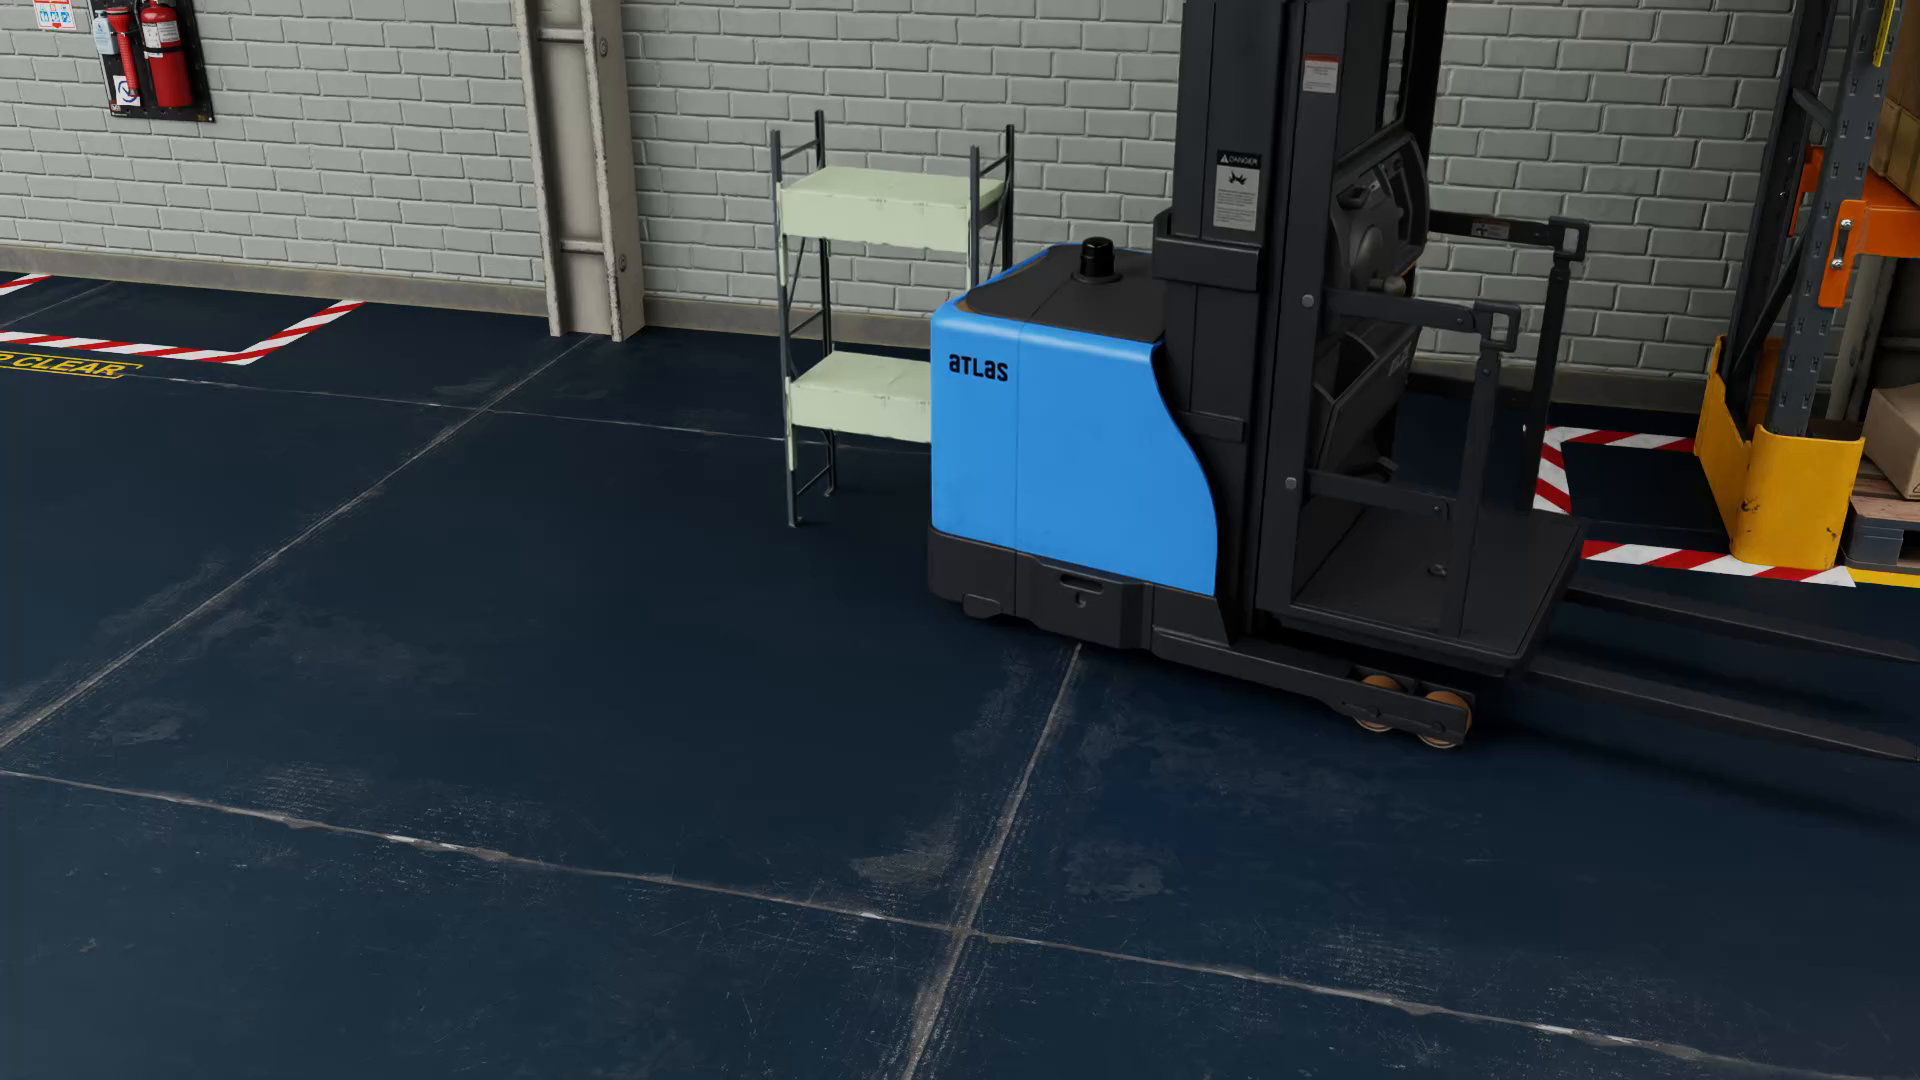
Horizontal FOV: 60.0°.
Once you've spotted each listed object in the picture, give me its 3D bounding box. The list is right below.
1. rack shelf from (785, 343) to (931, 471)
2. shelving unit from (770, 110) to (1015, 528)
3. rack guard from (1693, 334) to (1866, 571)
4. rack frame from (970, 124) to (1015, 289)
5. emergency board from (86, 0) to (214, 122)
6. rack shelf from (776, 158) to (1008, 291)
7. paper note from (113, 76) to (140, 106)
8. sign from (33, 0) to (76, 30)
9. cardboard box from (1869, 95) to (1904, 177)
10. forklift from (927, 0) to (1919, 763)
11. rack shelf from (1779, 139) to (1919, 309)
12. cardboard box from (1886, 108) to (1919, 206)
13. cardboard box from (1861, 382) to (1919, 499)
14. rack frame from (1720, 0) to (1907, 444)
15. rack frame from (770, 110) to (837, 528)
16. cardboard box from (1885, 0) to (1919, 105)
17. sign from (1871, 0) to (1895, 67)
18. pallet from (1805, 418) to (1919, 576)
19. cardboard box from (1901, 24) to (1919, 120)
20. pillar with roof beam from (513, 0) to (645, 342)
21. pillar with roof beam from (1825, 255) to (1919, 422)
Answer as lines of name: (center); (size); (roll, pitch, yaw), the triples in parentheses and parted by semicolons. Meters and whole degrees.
rack shelf: (-0.231, -0.458, 6.225); (0.720, 0.370, 0.431); (9, 27, 18)
shelving unit: (-0.231, -0.752, 6.085); (0.755, 1.500, 0.431); (9, 27, 18)
rack guard: (3.144, -0.369, 6.444); (0.348, 0.500, 1.175); (6, 26, 13)
rack frame: (0.112, -0.697, 5.970); (0.023, 1.500, 0.400); (9, 27, 18)
emergency board: (-4.231, -2.714, 8.461); (0.643, 1.169, 0.194); (6, 26, 13)
rack shelf: (-0.231, -1.104, 5.917); (0.720, 0.370, 0.431); (9, 27, 18)
paper note: (-4.386, -2.364, 8.750); (0.142, 0.148, 0.016); (6, 26, 13)
sign: (-4.741, -2.832, 8.667); (0.234, 0.329, 0.001); (6, 26, 13)
cardboard box: (3.571, -1.478, 6.016); (0.500, 0.250, 0.500); (7, 26, 14)
forklift: (1.430, -0.965, 4.867); (3.031, 2.935, 1.130); (13, 29, 26)
rack shelf: (5.007, -0.967, 5.628); (4.000, 0.370, 1.077); (6, 26, 13)
cardboard box: (3.464, -1.263, 5.564); (0.500, 0.250, 0.500); (6, 26, 11)
cardboard box: (3.718, -0.379, 6.172); (0.500, 0.311, 0.500); (3, 26, 7)
rack frame: (3.070, -1.506, 5.923); (0.127, 3.000, 1.000); (6, 26, 13)
rack frame: (-0.574, -0.807, 6.199); (0.023, 1.500, 0.400); (9, 27, 18)
cardboard box: (3.580, -1.824, 5.870); (0.500, 0.500, 0.500); (6, 26, 12)
sign: (2.935, -1.671, 5.263); (0.005, 0.325, 0.100); (6, 26, 13)
pallet: (3.922, -0.137, 6.292); (1.213, 0.211, 1.003); (6, 26, 13)
cardboard box: (3.458, -1.609, 5.420); (0.500, 0.500, 0.500); (6, 26, 13)
pillar with roof beam: (-2.920, -3.350, 2.817); (0.400, 9.000, 9.100); (6, 26, 13)
pillar with roof beam: (2.891, -2.707, 1.468); (0.400, 9.000, 9.100); (6, 26, 13)
